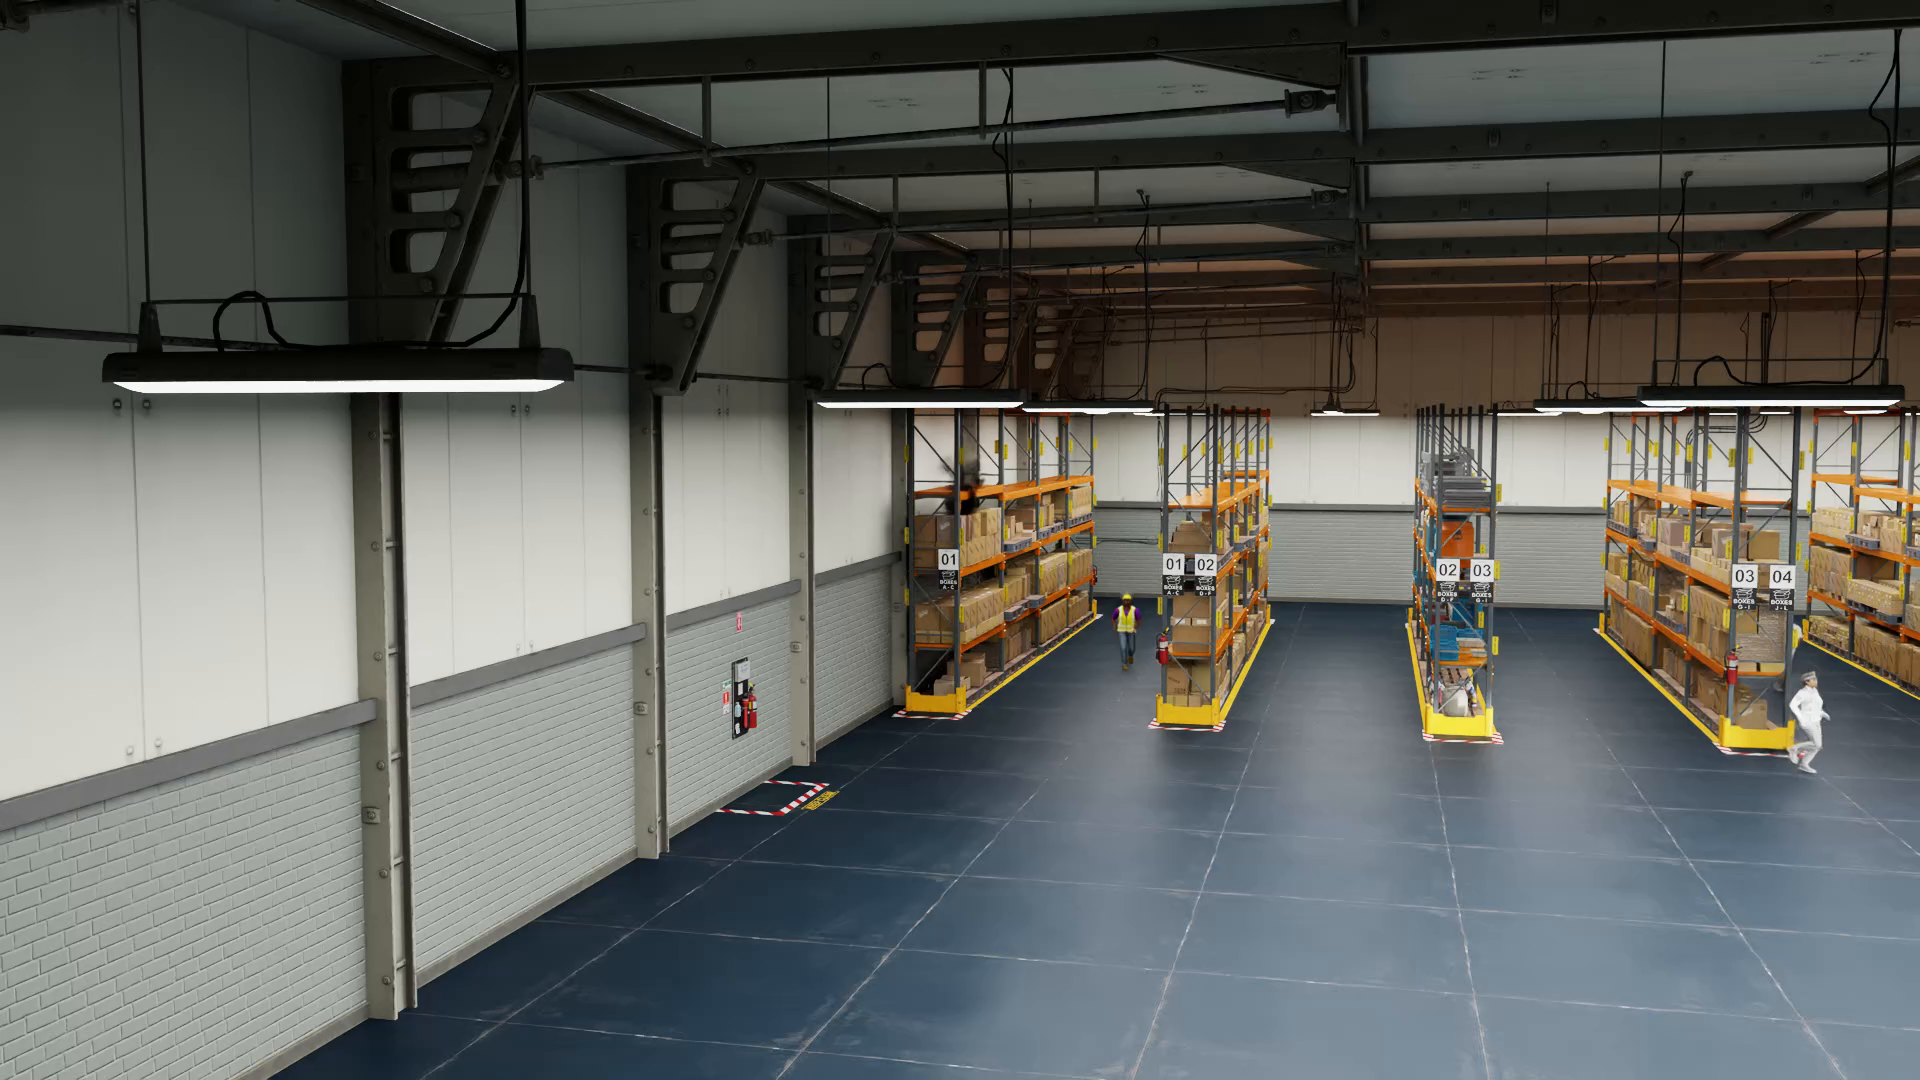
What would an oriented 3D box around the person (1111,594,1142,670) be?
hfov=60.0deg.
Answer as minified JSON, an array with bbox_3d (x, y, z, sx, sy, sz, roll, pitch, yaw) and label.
[{"bbox_3d":[3.797,2.098,37.988,0.704,1.723,0.696,0,4,5],"label":"person"}]

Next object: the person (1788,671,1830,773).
[{"bbox_3d":[13.780,2.944,26.961,0.623,1.657,0.551,-3,5,-36],"label":"person"}]

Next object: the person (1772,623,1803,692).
[{"bbox_3d":[17.237,2.329,34.750,0.689,1.724,0.597,0,4,2],"label":"person"}]

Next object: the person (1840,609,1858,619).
[{"bbox_3d":[23.771,1.628,44.278,0.661,1.735,0.722,2,4,20],"label":"person"}]
